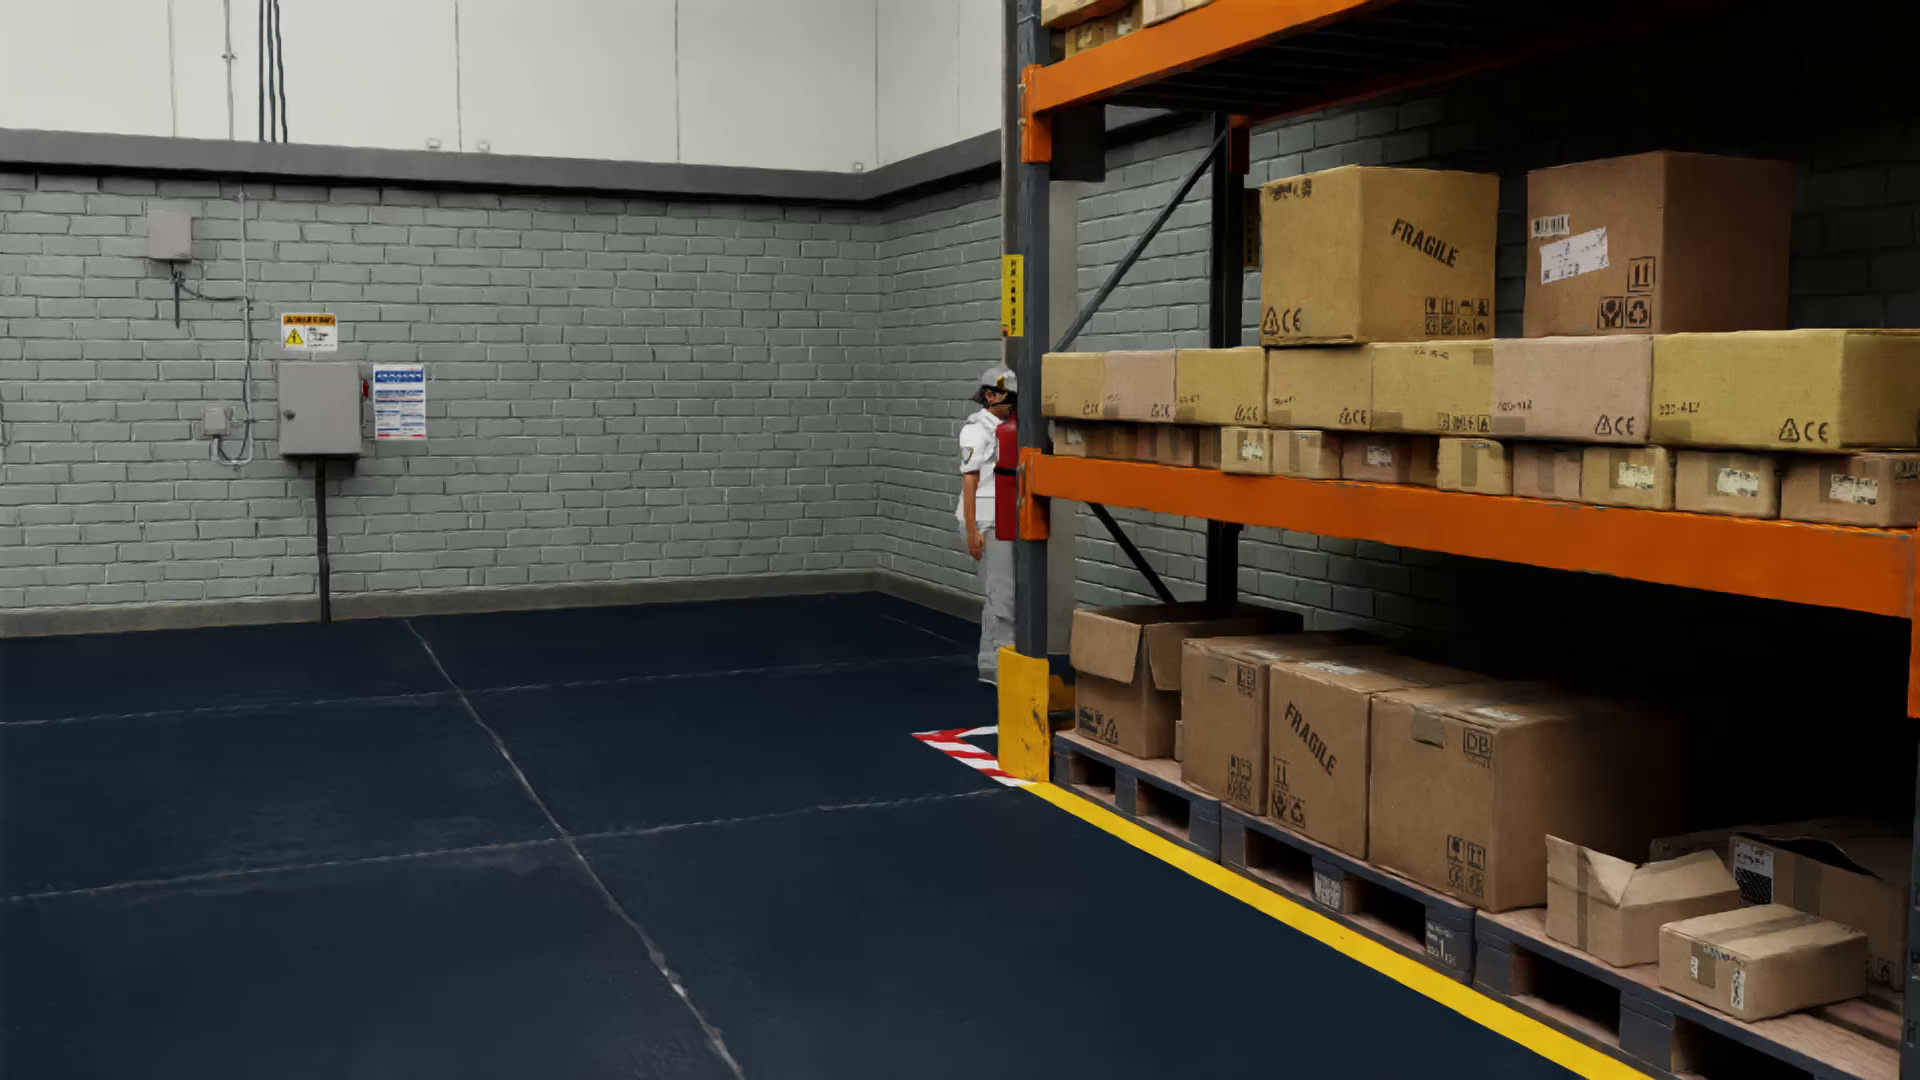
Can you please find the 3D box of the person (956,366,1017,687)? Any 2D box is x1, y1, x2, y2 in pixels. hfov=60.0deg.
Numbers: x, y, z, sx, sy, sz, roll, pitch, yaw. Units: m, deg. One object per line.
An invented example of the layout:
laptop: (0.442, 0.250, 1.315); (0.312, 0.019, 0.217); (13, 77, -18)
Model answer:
person: (0.283, -0.059, 8.509); (0.600, 1.656, 0.493); (4, 7, 33)
